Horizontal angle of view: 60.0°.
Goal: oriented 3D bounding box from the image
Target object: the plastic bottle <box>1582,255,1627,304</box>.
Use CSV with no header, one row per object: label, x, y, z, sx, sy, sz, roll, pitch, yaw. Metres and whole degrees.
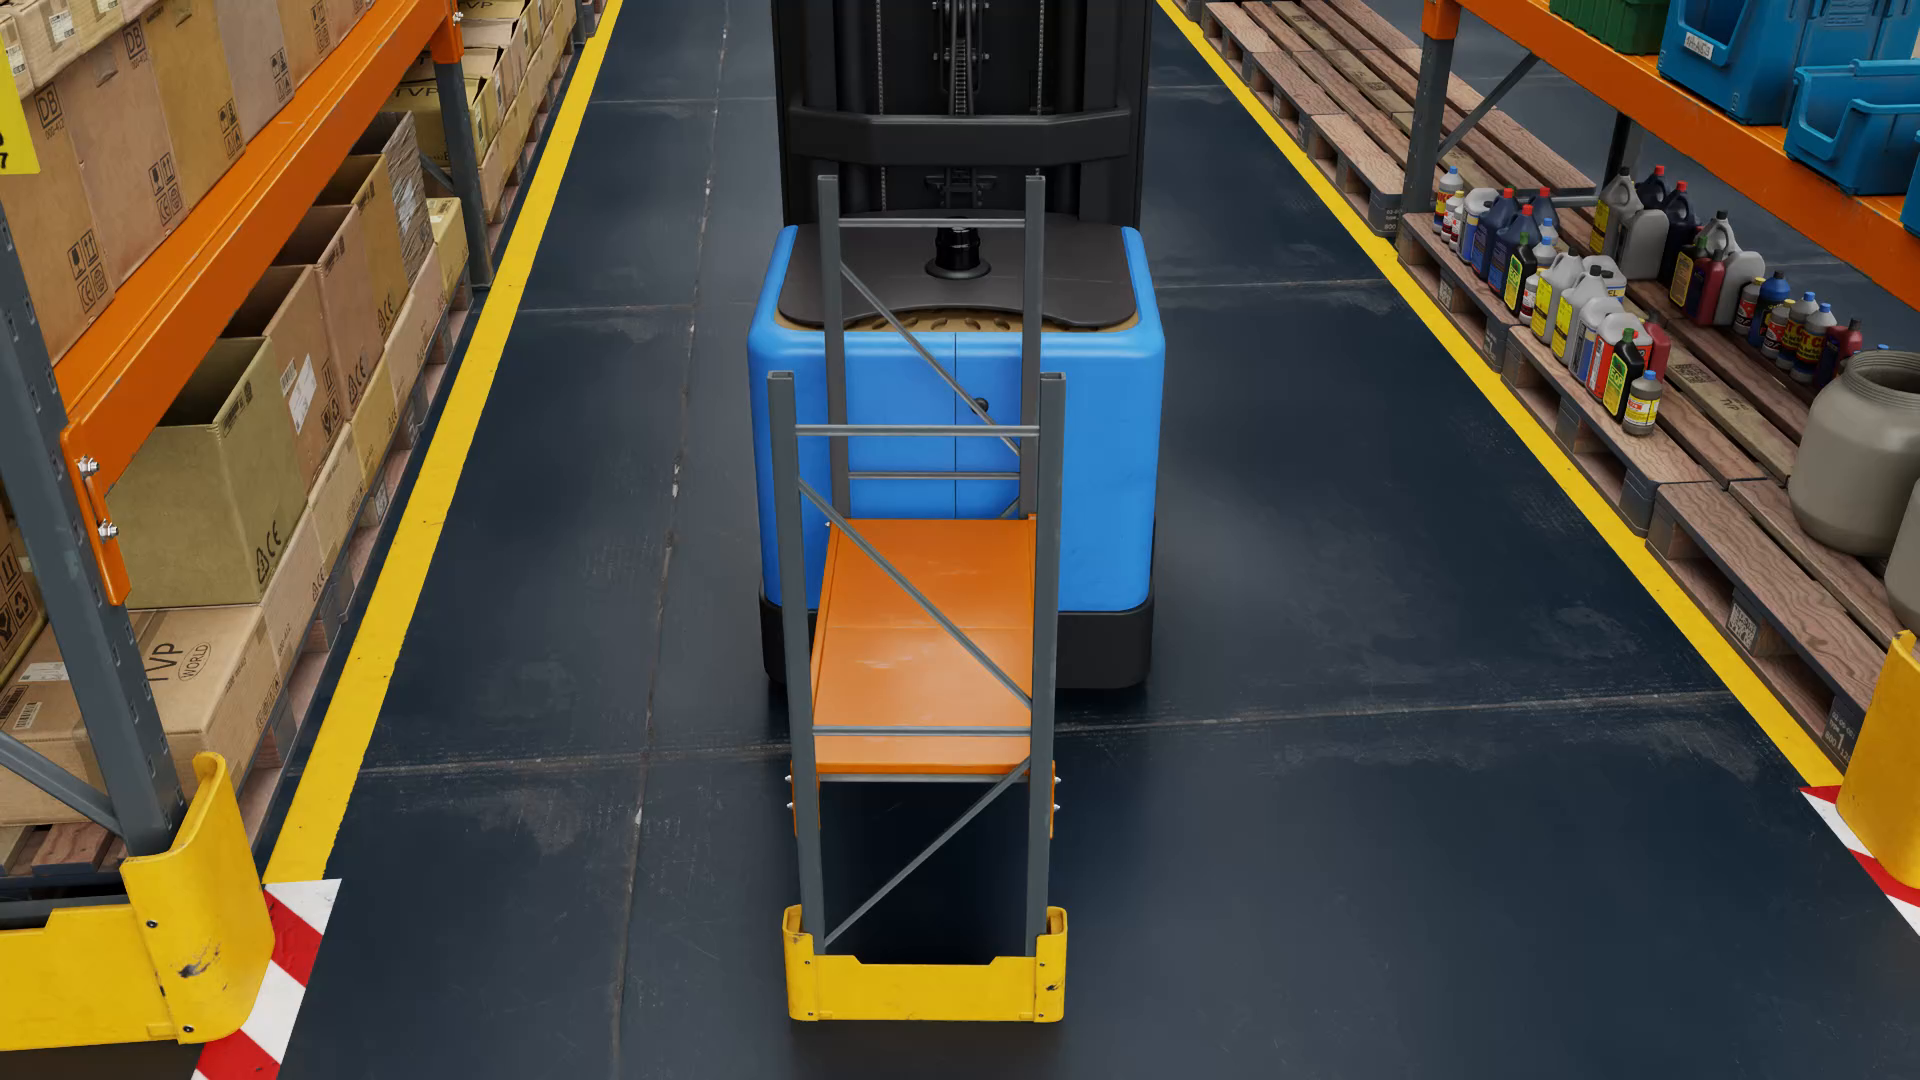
plastic bottle,2.311,-0.883,6.029,0.152,0.276,0.135,-3,31,-5

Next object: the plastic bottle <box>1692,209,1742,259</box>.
plastic bottle,2.841,-1.062,6.257,0.144,0.351,0.185,-3,31,-5

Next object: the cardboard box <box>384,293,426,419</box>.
cardboard box,-2.127,-0.616,5.629,0.500,0.250,0.500,-3,31,-5

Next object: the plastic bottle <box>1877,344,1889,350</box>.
plastic bottle,2.961,-0.504,5.401,0.097,0.271,0.097,0,31,0

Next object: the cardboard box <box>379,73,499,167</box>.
cardboard box,-2.277,-1.817,7.091,0.500,0.311,0.500,-3,31,-4

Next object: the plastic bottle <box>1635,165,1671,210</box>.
plastic bottle,2.793,-1.325,6.698,0.144,0.351,0.185,-4,31,-6

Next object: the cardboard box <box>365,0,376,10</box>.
cardboard box,-2.438,-2.170,5.860,0.700,0.500,0.500,-4,31,-6

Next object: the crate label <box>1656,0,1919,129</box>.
crate label,2.379,-1.488,4.782,0.502,0.435,0.616,-3,31,-5

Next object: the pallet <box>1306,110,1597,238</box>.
pallet,2.334,-1.790,8.042,1.003,0.211,1.213,-3,31,-5

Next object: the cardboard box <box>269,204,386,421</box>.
cardboard box,-2.078,-0.683,5.009,0.500,0.500,0.500,-3,31,-5

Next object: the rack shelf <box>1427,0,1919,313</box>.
rack shelf,2.633,-1.259,5.133,1.077,0.370,4.000,-3,31,-5

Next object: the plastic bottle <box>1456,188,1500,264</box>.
plastic bottle,2.097,-1.261,6.662,0.152,0.276,0.135,-2,31,-3

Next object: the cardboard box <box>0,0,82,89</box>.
cardboard box,-1.962,-0.978,3.231,0.380,0.149,0.250,-4,31,-6

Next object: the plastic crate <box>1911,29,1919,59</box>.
plastic crate,2.850,-1.658,5.358,0.530,0.136,0.437,-3,31,-5

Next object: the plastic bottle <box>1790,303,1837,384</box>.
plastic bottle,2.929,-0.679,5.694,0.097,0.271,0.097,0,31,0

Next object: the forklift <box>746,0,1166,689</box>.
forklift,0.008,-1.577,5.033,1.130,2.935,3.031,0,31,1

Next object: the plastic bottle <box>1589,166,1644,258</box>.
plastic bottle,2.650,-1.318,6.686,0.144,0.351,0.185,-3,31,-5

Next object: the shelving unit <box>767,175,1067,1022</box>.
shelving unit,-0.068,0.102,3.616,0.587,1.500,1.083,0,31,0

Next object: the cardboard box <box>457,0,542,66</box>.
cardboard box,-2.421,-2.601,8.405,0.500,0.311,0.500,-2,31,-3

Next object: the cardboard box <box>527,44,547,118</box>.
cardboard box,-2.421,-2.356,8.541,0.500,0.250,0.500,-2,31,-4

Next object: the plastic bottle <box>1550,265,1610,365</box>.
plastic bottle,2.183,-0.800,5.818,0.144,0.351,0.185,-2,31,-3

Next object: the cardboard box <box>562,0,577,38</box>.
cardboard box,-2.568,-3.138,9.851,0.500,0.250,0.500,-2,31,-3

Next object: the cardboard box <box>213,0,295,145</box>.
cardboard box,-2.290,-1.383,4.543,0.700,0.500,0.500,-2,31,-3

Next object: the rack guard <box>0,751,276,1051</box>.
rack guard,-2.110,0.775,3.466,1.175,0.500,0.348,-3,31,-5

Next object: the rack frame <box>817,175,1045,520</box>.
rack frame,-0.063,-0.154,4.045,0.500,1.500,0.032,0,31,0

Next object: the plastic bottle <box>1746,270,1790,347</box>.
plastic bottle,2.900,-0.834,5.953,0.097,0.271,0.097,0,31,0

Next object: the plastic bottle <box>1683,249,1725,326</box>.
plastic bottle,2.747,-0.945,6.126,0.061,0.283,0.133,-3,31,-5

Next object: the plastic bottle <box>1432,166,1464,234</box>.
plastic bottle,2.039,-1.422,6.938,0.097,0.271,0.097,0,31,0

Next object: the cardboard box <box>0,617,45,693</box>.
cardboard box,-2.456,0.430,3.877,0.500,0.250,0.500,-3,31,-5

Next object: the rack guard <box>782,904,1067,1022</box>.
rack guard,-0.072,0.894,3.509,0.587,0.250,0.087,0,31,0

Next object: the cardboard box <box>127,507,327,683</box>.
cardboard box,-1.991,0.150,4.346,0.500,0.250,0.500,-3,31,-5

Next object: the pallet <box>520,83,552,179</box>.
pallet,-2.711,-2.155,8.651,1.003,0.211,1.213,-3,31,-5

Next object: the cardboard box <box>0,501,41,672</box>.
cardboard box,-2.459,0.108,3.685,0.500,0.500,0.500,-3,31,-5

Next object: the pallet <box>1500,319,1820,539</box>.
pallet,2.584,-0.422,5.751,1.003,0.211,1.213,-3,31,-5

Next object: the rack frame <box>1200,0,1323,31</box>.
rack frame,2.072,-4.631,10.077,1.000,3.000,0.127,-3,31,-5

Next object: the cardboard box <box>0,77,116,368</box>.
cardboard box,-2.143,-0.593,3.220,0.700,0.500,0.500,-3,31,-5

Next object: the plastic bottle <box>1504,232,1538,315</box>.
plastic bottle,2.100,-0.997,6.213,0.061,0.283,0.133,-1,31,-2

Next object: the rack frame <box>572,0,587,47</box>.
rack frame,-2.860,-4.395,9.683,1.000,3.000,0.127,-3,31,-5

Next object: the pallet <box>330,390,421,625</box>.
pallet,-2.336,-0.124,5.251,1.003,0.211,1.213,-3,31,-5

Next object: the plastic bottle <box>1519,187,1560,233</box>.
plastic bottle,2.252,-1.215,6.513,0.144,0.351,0.185,-3,31,-5

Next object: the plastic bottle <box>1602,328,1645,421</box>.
plastic bottle,2.183,-0.544,5.456,0.061,0.283,0.133,-2,31,-3

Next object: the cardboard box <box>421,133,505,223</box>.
cardboard box,-2.277,-1.571,7.226,0.500,0.250,0.500,-3,31,-6
